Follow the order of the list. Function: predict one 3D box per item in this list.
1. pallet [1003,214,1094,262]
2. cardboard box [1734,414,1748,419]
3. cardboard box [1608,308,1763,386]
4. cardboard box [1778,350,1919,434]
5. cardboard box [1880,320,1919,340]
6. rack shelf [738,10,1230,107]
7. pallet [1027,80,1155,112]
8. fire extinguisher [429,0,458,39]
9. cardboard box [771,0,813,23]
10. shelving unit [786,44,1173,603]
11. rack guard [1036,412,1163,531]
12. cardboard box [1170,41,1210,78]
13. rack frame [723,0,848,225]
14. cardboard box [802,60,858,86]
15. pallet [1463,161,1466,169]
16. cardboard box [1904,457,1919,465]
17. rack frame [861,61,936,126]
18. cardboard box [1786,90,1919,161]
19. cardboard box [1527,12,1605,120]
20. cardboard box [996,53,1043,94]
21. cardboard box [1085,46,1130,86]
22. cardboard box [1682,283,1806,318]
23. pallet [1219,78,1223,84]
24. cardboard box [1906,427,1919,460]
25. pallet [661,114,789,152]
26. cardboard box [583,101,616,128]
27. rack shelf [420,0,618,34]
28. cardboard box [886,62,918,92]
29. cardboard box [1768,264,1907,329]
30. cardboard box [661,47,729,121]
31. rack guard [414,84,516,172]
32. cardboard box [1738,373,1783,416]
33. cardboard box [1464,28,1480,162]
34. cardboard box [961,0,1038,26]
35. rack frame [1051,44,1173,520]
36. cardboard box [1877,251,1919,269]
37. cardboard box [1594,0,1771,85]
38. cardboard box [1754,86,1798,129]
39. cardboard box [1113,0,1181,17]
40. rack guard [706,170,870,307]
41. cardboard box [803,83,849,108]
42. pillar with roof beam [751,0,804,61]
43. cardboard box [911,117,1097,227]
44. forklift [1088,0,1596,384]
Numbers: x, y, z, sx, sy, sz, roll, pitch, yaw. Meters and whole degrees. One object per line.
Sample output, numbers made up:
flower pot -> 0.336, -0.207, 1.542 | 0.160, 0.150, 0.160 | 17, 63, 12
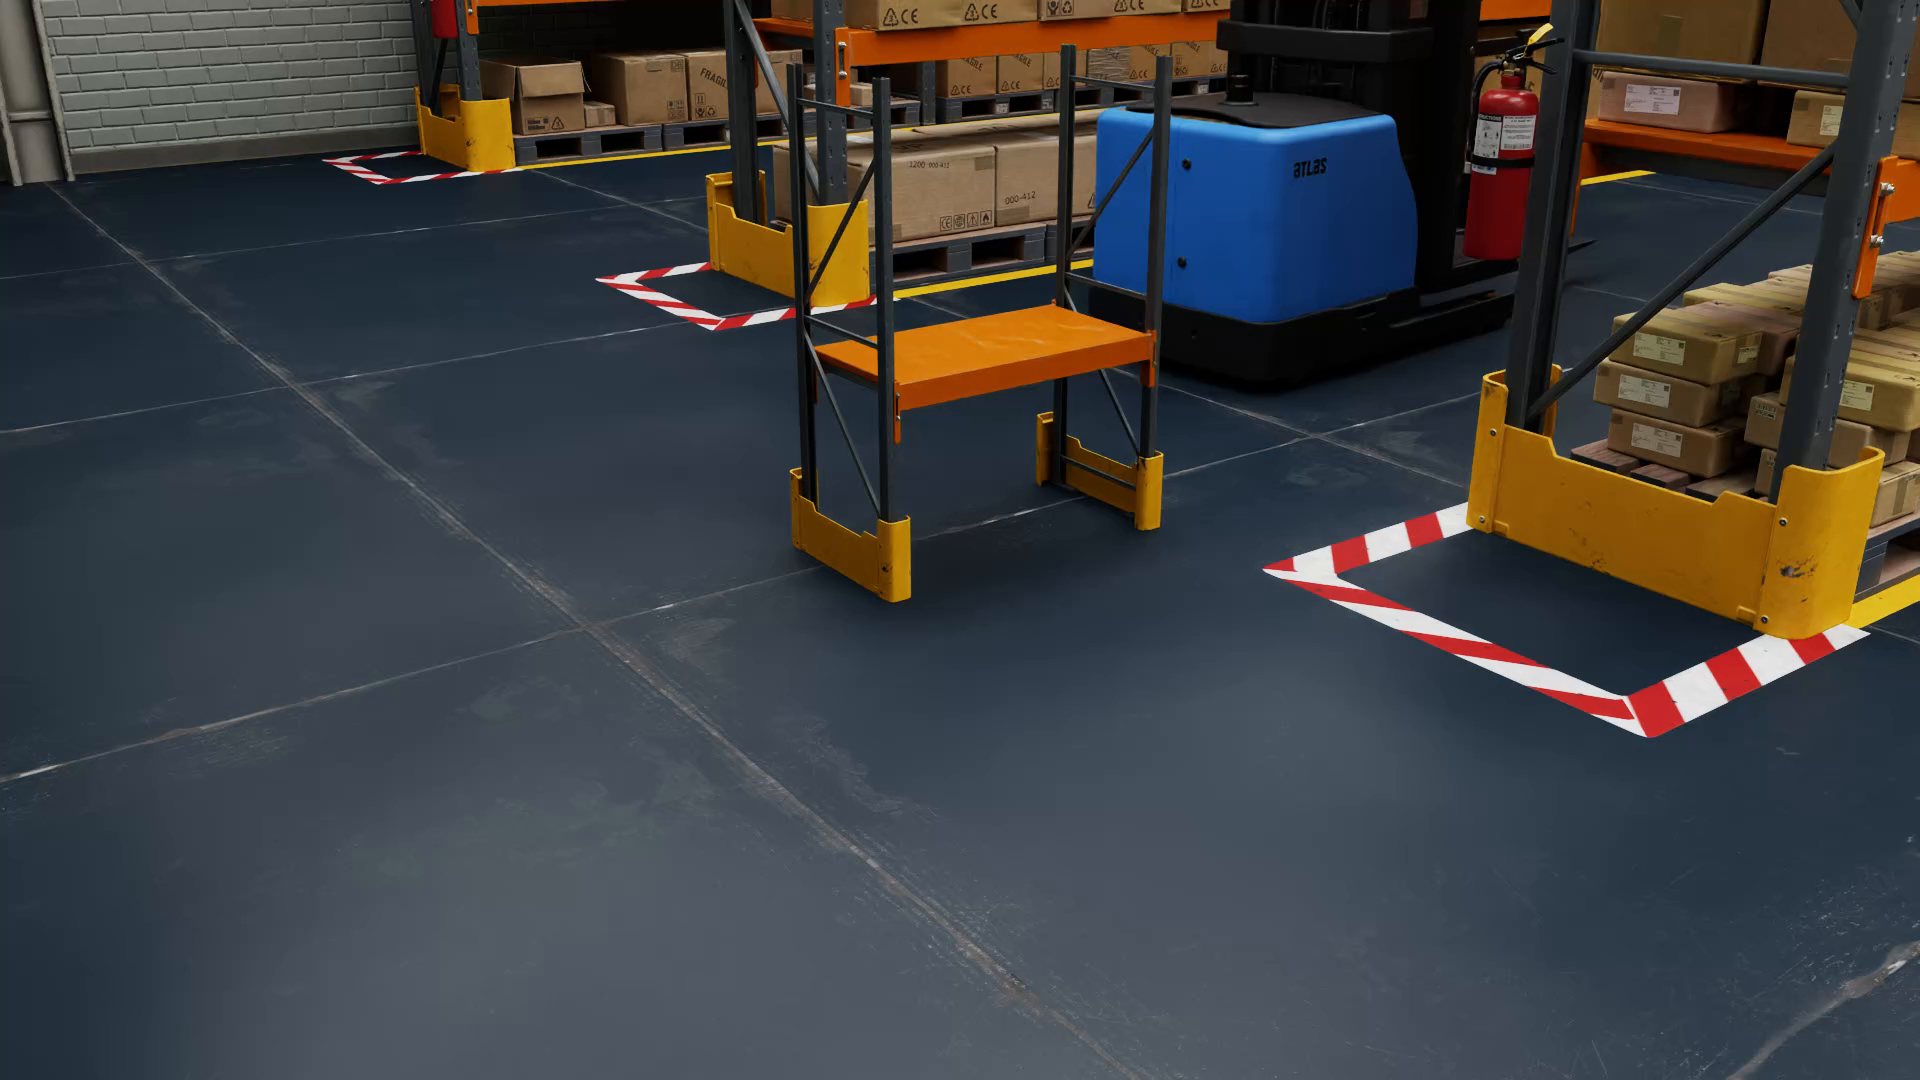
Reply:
pallet -> 0.697, -1.928, 9.944 | 1.213, 0.211, 1.003 | -15, 26, -33
cardboard box -> 2.532, -0.431, 5.708 | 0.250, 0.149, 0.380 | -14, 26, -31
cardboard box -> 2.359, -0.635, 5.417 | 0.250, 0.149, 0.380 | -15, 26, -32
cardboard box -> 2.701, -0.455, 4.967 | 0.250, 0.149, 0.380 | -16, 27, -35
cardboard box -> 3.134, -0.567, 5.248 | 0.250, 0.149, 0.380 | -15, 26, -33
rack shelf -> 0.728, -2.863, 9.494 | 4.000, 0.370, 1.077 | -15, 26, -33
pallet -> 1.078, -4.280, 15.838 | 1.213, 0.211, 1.003 | -15, 26, -33
fire extinguisher -> -3.647, -3.877, 11.672 | 0.183, 0.674, 0.296 | -15, 26, -33
cardboard box -> -0.659, -2.995, 8.719 | 0.500, 0.500, 0.500 | -15, 26, -33
shelving unit -> 0.062, -0.713, 5.160 | 1.083, 1.500, 0.587 | -15, 26, -33
rack guard -> 0.466, -0.240, 5.662 | 0.087, 0.250, 0.587 | -15, 26, -33
cardboard box -> 2.066, -4.761, 16.086 | 0.500, 0.500, 0.500 | -15, 26, -34
rack frame -> -0.896, -2.764, 8.276 | 0.127, 3.000, 1.000 | -15, 26, -33
cardboard box -> -1.225, -3.997, 14.426 | 0.500, 0.311, 0.500 | -14, 26, -31
pallet -> 2.933, -2.525, 11.438 | 1.213, 0.211, 1.003 | -15, 26, -33
cardboard box -> 2.854, -0.266, 5.296 | 0.250, 0.149, 0.380 | -15, 26, -33
rack frame -> -0.551, -5.122, 14.186 | 0.127, 3.000, 1.000 | -15, 26, -33
cardboard box -> 2.531, -1.152, 4.574 | 0.250, 0.149, 0.380 | -15, 26, -33
cardboard box -> 4.262, -3.388, 12.139 | 0.875, 0.875, 0.875 | -15, 26, -32
cardboard box -> 0.400, -4.312, 14.961 | 0.500, 0.500, 0.500 | -15, 26, -34
cardboard box -> 1.232, -4.529, 15.505 | 0.500, 0.500, 0.500 | -16, 27, -35
cardboard box -> 2.732, -0.766, 5.747 | 0.250, 0.149, 0.380 | -16, 27, -34
pallet -> 3.387, -4.860, 17.290 | 1.213, 0.211, 1.003 | -15, 26, -33
cardboard box -> 2.908, -0.384, 5.191 | 0.250, 0.149, 0.380 | -15, 26, -33
pallet -> -2.100, -3.413, 13.666 | 1.213, 0.211, 1.003 | -15, 26, -33
cardboard box -> -2.878, -3.312, 12.928 | 0.250, 0.149, 0.380 | -16, 27, -35
rack shelf -> -2.174, -4.355, 13.235 | 4.000, 0.370, 1.077 | -15, 26, -33
cardboard box -> -0.325, -4.352, 15.061 | 0.500, 0.500, 0.500 | -15, 26, -33
cardboard box -> 3.165, -0.878, 6.027 | 0.250, 0.149, 0.380 | -14, 26, -31
cardboard box -> -2.042, -3.652, 13.308 | 0.500, 0.500, 0.500 | -14, 26, -32
rack guard -> -3.736, -3.112, 12.521 | 0.348, 0.500, 1.175 | -15, 26, -33
cardboard box -> 2.582, -0.546, 5.597 | 0.250, 0.149, 0.380 | -16, 27, -34
cardboard box -> 2.808, -2.996, 11.158 | 0.875, 0.875, 0.875 | -14, 26, -31
cardboard box -> 0.056, -2.946, 8.597 | 0.500, 0.500, 0.500 | -15, 26, -34
rack frame -> 0.482, -0.825, 5.440 | 0.032, 1.500, 0.500 | -15, 26, -33
cardboard box -> 3.640, -0.967, 6.250 | 0.250, 0.149, 0.380 | -15, 26, -33
cardboard box -> 2.292, -1.656, 4.963 | 0.500, 0.500, 0.500 | -14, 26, -32
cardboard box -> 2.400, -1.378, 5.142 | 0.250, 0.149, 0.380 | -15, 26, -33
cardboard box -> 0.876, -3.164, 9.144 | 0.500, 0.500, 0.500 | -14, 26, -31
rack guard -> -0.915, -1.598, 8.726 | 0.348, 0.500, 1.175 | -15, 26, -33
cardboard box -> -1.121, -3.761, 13.898 | 0.258, 0.266, 0.396 | -14, 26, -31
pillar with roof beam -> 0.872, -6.734, 10.130 | 0.400, 9.000, 9.100 | -15, 26, -33
cardboard box -> 0.319, -2.143, 9.609 | 0.875, 0.438, 0.875 | -14, 26, -31
forklift -> 2.007, -2.454, 7.590 | 3.031, 2.935, 1.130 | -19, 28, -39
